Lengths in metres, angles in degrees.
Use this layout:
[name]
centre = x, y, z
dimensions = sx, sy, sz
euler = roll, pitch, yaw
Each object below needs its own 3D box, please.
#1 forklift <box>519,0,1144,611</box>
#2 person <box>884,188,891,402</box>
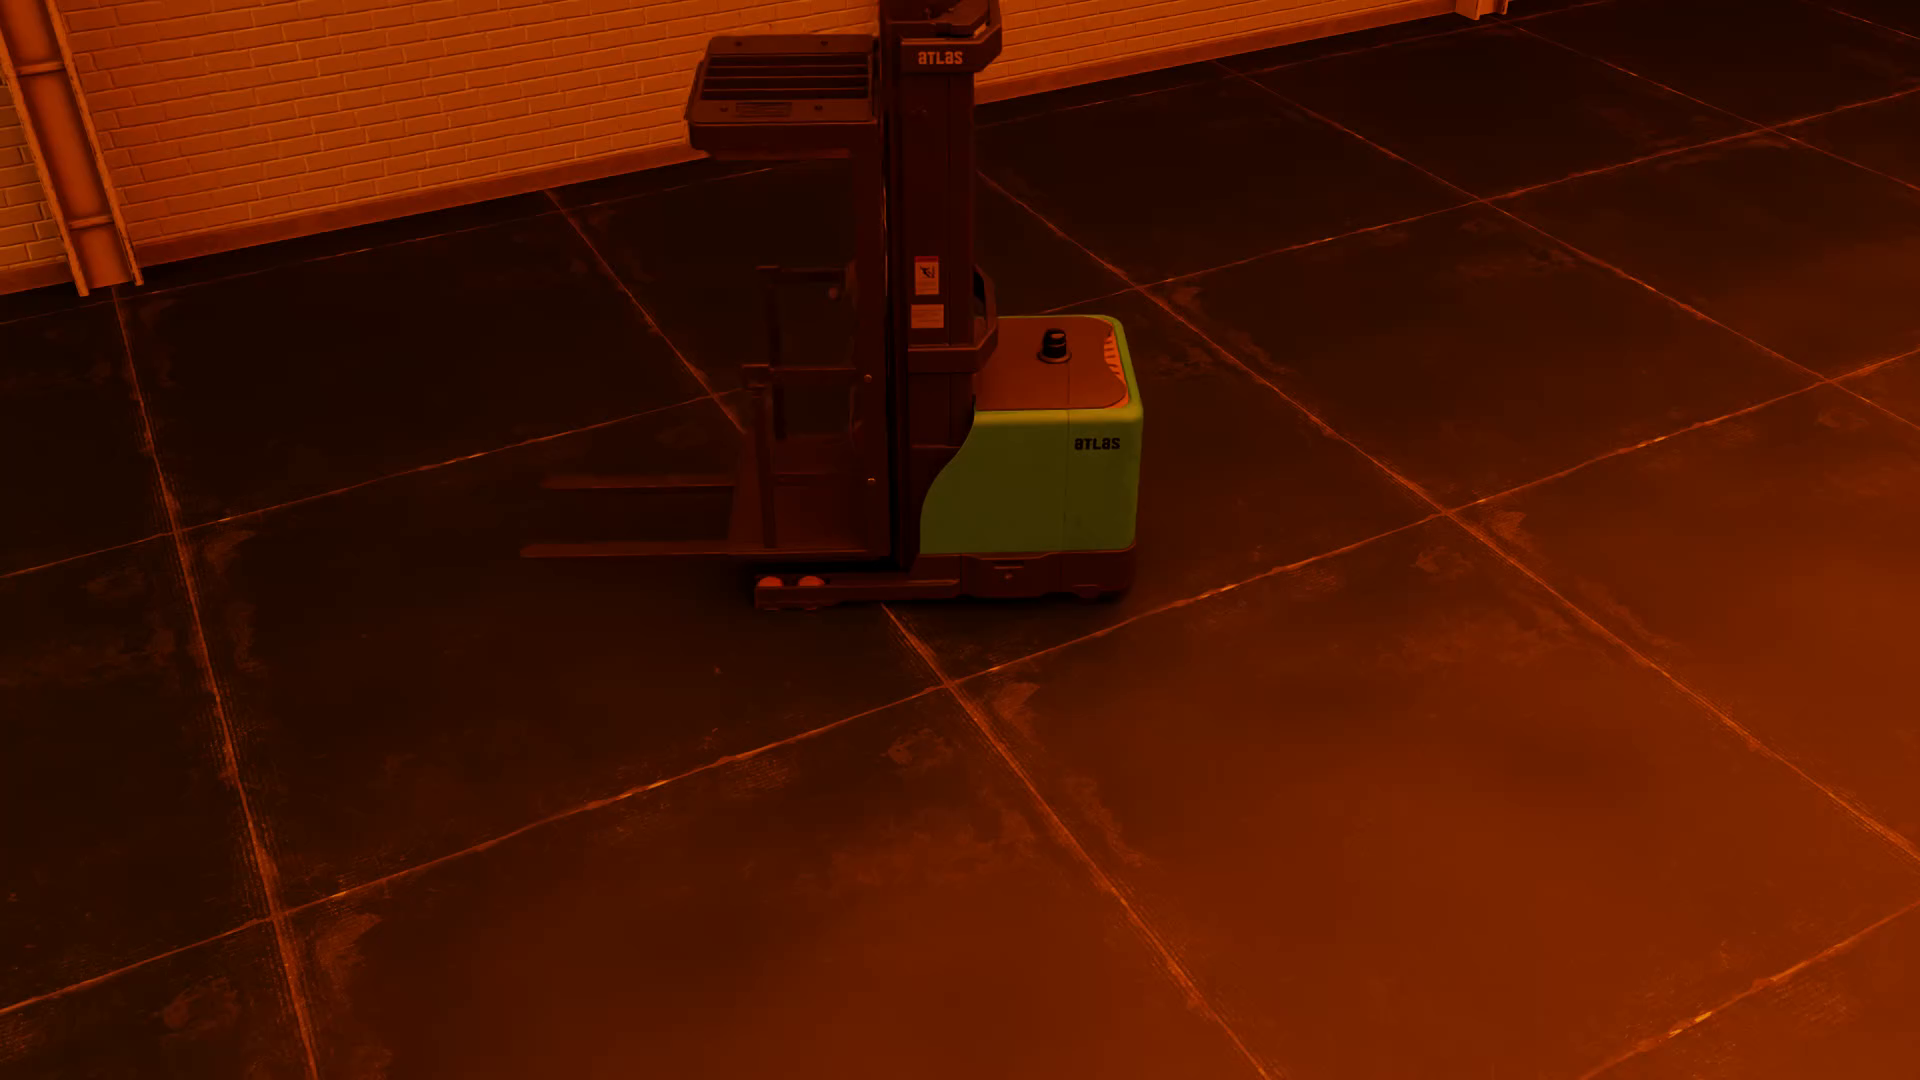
[forklift]
centre = -0.664, -1.160, 7.765
dimensions = 3.031, 2.935, 1.130
euler = -1, 35, -2
[person]
centre = -0.313, -1.489, 9.430
dimensions = 0.498, 1.652, 0.817
euler = -5, 36, -6
